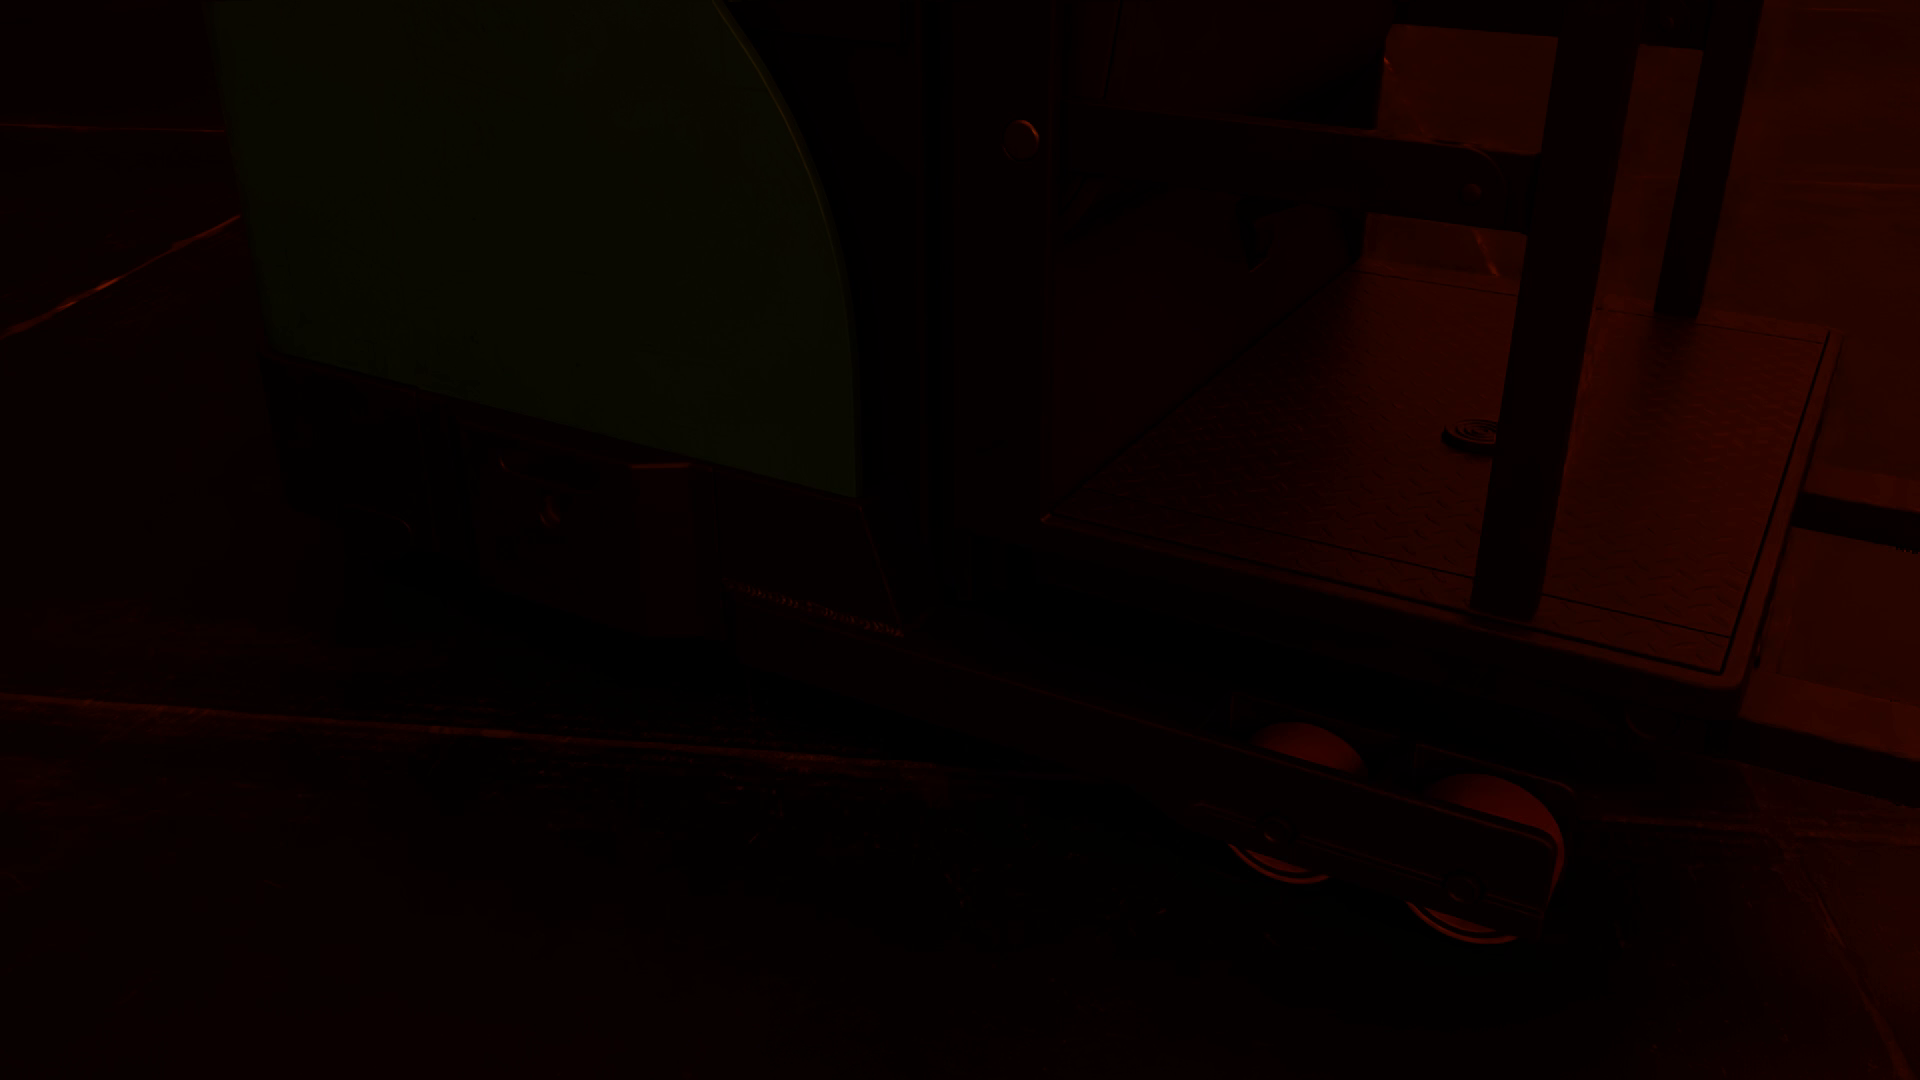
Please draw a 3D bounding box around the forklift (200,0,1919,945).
[{"bbox_3d":[0.529,-1.176,1.574,3.031,2.935,1.130,14,30,26],"label":"forklift"}]
